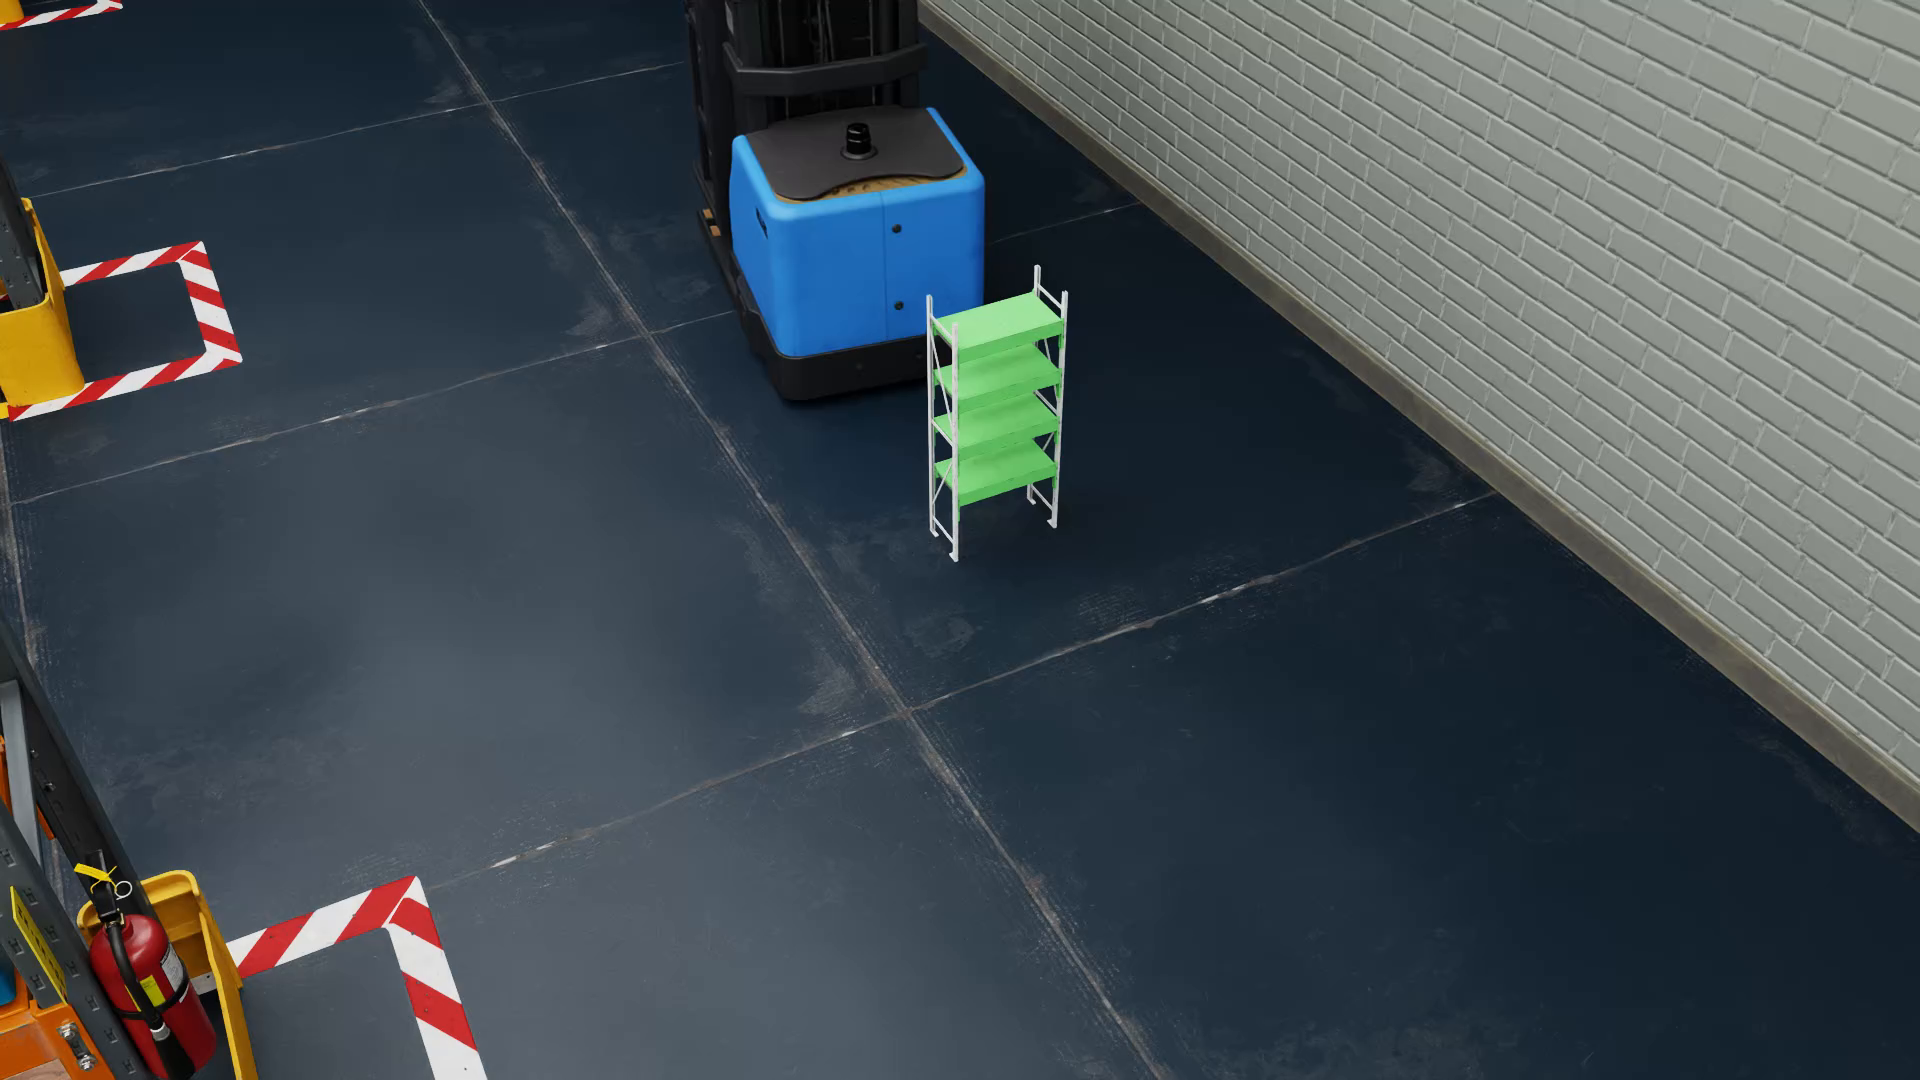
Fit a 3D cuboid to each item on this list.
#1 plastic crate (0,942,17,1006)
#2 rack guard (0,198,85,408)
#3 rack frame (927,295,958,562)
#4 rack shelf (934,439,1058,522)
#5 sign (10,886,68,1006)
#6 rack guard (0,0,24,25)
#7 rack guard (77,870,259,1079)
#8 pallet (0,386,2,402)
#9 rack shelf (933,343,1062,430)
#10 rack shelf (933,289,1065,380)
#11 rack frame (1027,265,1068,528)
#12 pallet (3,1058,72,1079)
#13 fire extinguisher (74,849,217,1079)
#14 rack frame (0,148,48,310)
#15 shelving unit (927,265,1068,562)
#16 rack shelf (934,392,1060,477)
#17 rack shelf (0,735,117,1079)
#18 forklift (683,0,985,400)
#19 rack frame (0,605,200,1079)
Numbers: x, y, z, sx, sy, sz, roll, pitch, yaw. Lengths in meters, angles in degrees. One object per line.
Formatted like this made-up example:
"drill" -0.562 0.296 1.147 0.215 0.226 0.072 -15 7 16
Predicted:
"plastic crate" -2.540 0.834 3.869 0.499 0.435 0.616 -19 44 -21
"rack guard" -4.682 -1.199 8.279 0.348 0.500 1.175 -19 44 -21
"rack frame" -0.070 -0.435 6.835 0.015 1.200 0.240 -19 44 -21
"rack shelf" 0.147 -0.275 7.117 0.480 0.148 0.258 -19 44 -21
"sign" -2.061 0.912 3.725 0.005 0.325 0.100 -19 44 -21
"rack guard" -6.885 -4.066 11.667 0.348 0.500 1.175 -19 44 -21
"rack guard" -2.314 1.603 4.969 0.348 0.500 1.175 -19 44 -21
"pallet" -5.388 -0.850 8.091 1.213 0.211 1.003 -19 44 -21
"rack shelf" 0.147 -0.642 6.807 0.480 0.148 0.258 -19 44 -21
"rack shelf" 0.147 -0.825 6.652 0.480 0.148 0.258 -19 44 -21
"rack frame" 0.363 -0.580 7.007 0.015 1.200 0.240 -19 44 -21
"pallet" -3.079 1.952 4.781 1.213 0.211 1.003 -19 44 -21
"fire extinguisher" -1.986 1.051 4.035 0.183 0.674 0.296 -19 44 -21
"rack frame" -4.614 -2.176 7.499 0.127 3.000 1.000 -19 44 -21
"shelving unit" 0.147 -0.507 6.921 0.503 1.200 0.258 -19 44 -21
"rack shelf" 0.147 -0.459 6.962 0.480 0.148 0.258 -19 44 -21
"rack shelf" -4.103 1.535 3.671 4.000 0.370 1.077 -19 44 -21
"forklift" -0.818 -2.745 8.225 1.130 2.935 3.031 -12 42 -14
"rack frame" -2.330 0.664 4.144 0.127 3.000 1.000 -19 44 -21
